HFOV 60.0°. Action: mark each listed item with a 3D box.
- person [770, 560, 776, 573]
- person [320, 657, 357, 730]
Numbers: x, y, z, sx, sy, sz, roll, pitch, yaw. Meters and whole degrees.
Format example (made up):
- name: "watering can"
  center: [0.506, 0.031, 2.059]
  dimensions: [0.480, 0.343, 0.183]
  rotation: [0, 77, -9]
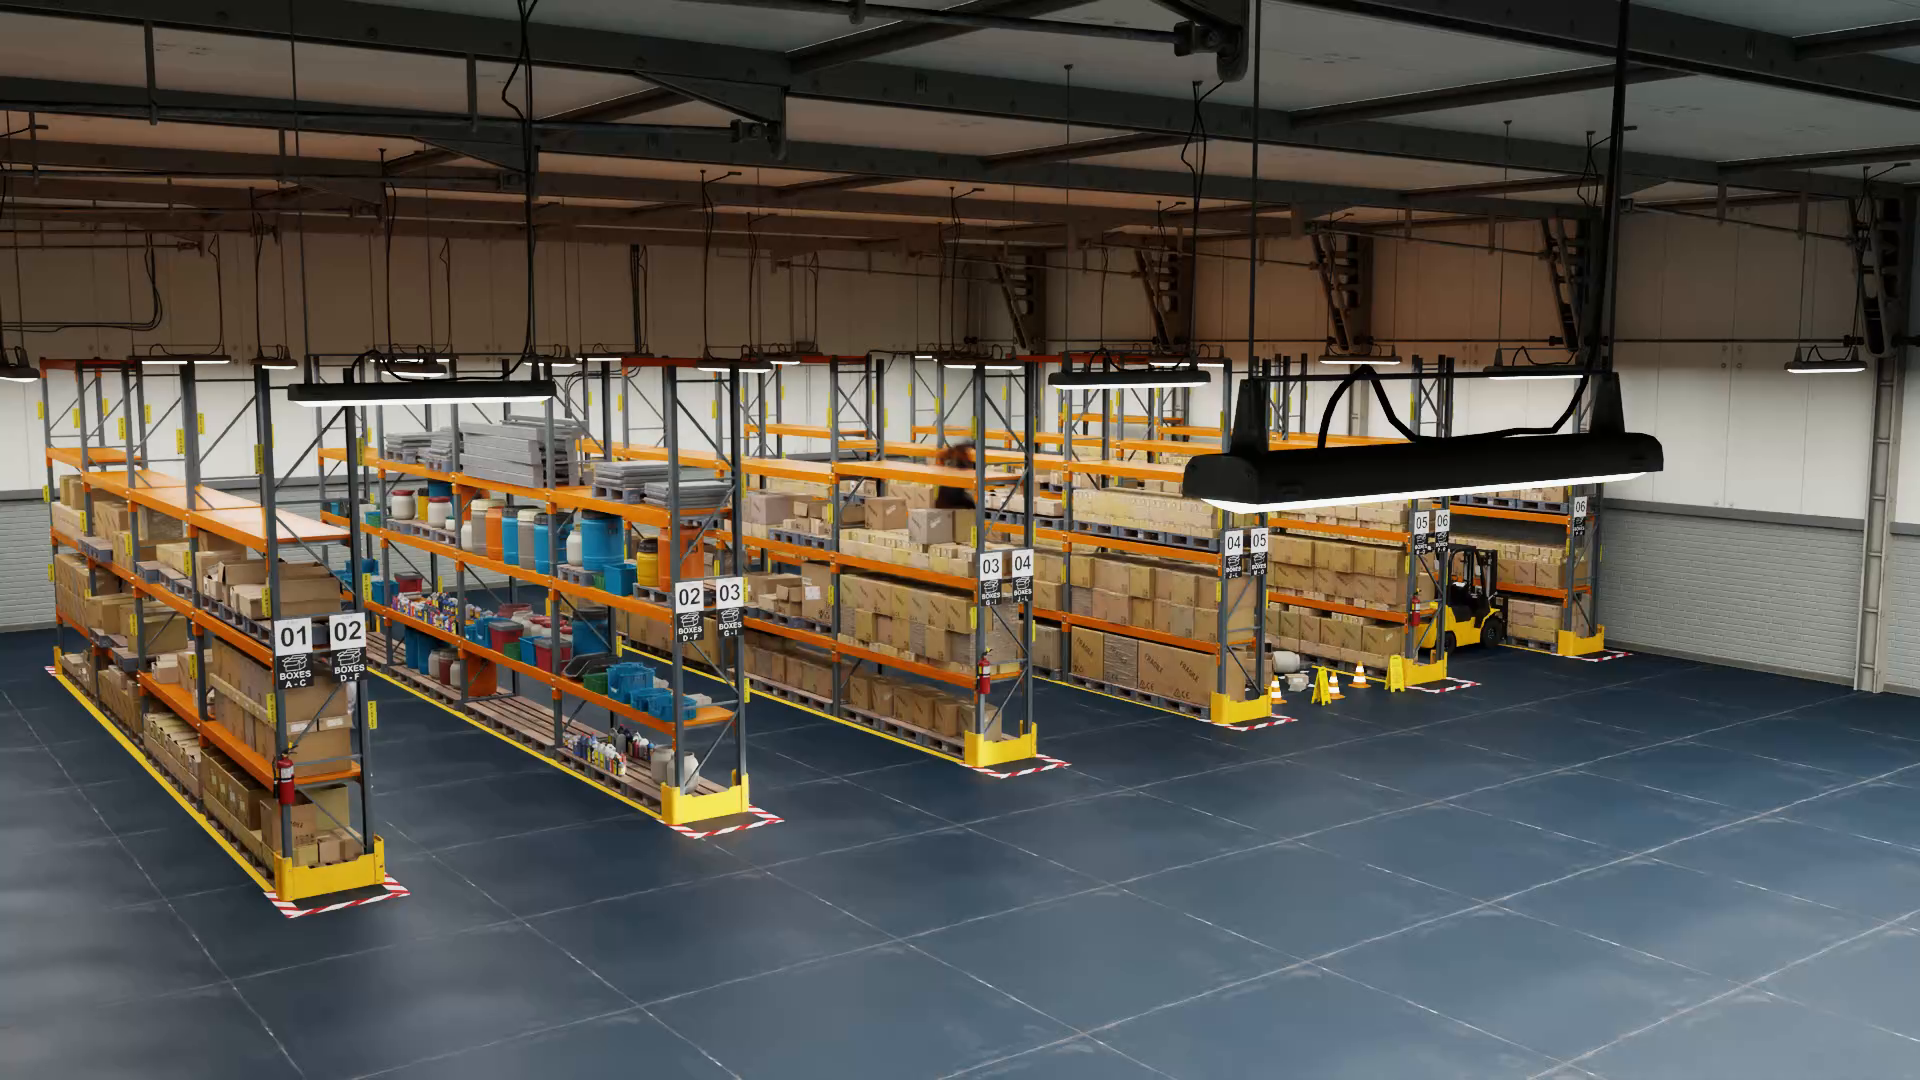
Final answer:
- name: "person"
  center: [-4.777, 0.474, 42.163]
  dimensions: [0.549, 1.664, 0.733]
  rotation: [1, 7, 12]
- name: "person"
  center: [-10.116, 2.205, 27.219]
  dimensions: [0.655, 1.756, 0.664]
  rotation: [6, 9, 43]
